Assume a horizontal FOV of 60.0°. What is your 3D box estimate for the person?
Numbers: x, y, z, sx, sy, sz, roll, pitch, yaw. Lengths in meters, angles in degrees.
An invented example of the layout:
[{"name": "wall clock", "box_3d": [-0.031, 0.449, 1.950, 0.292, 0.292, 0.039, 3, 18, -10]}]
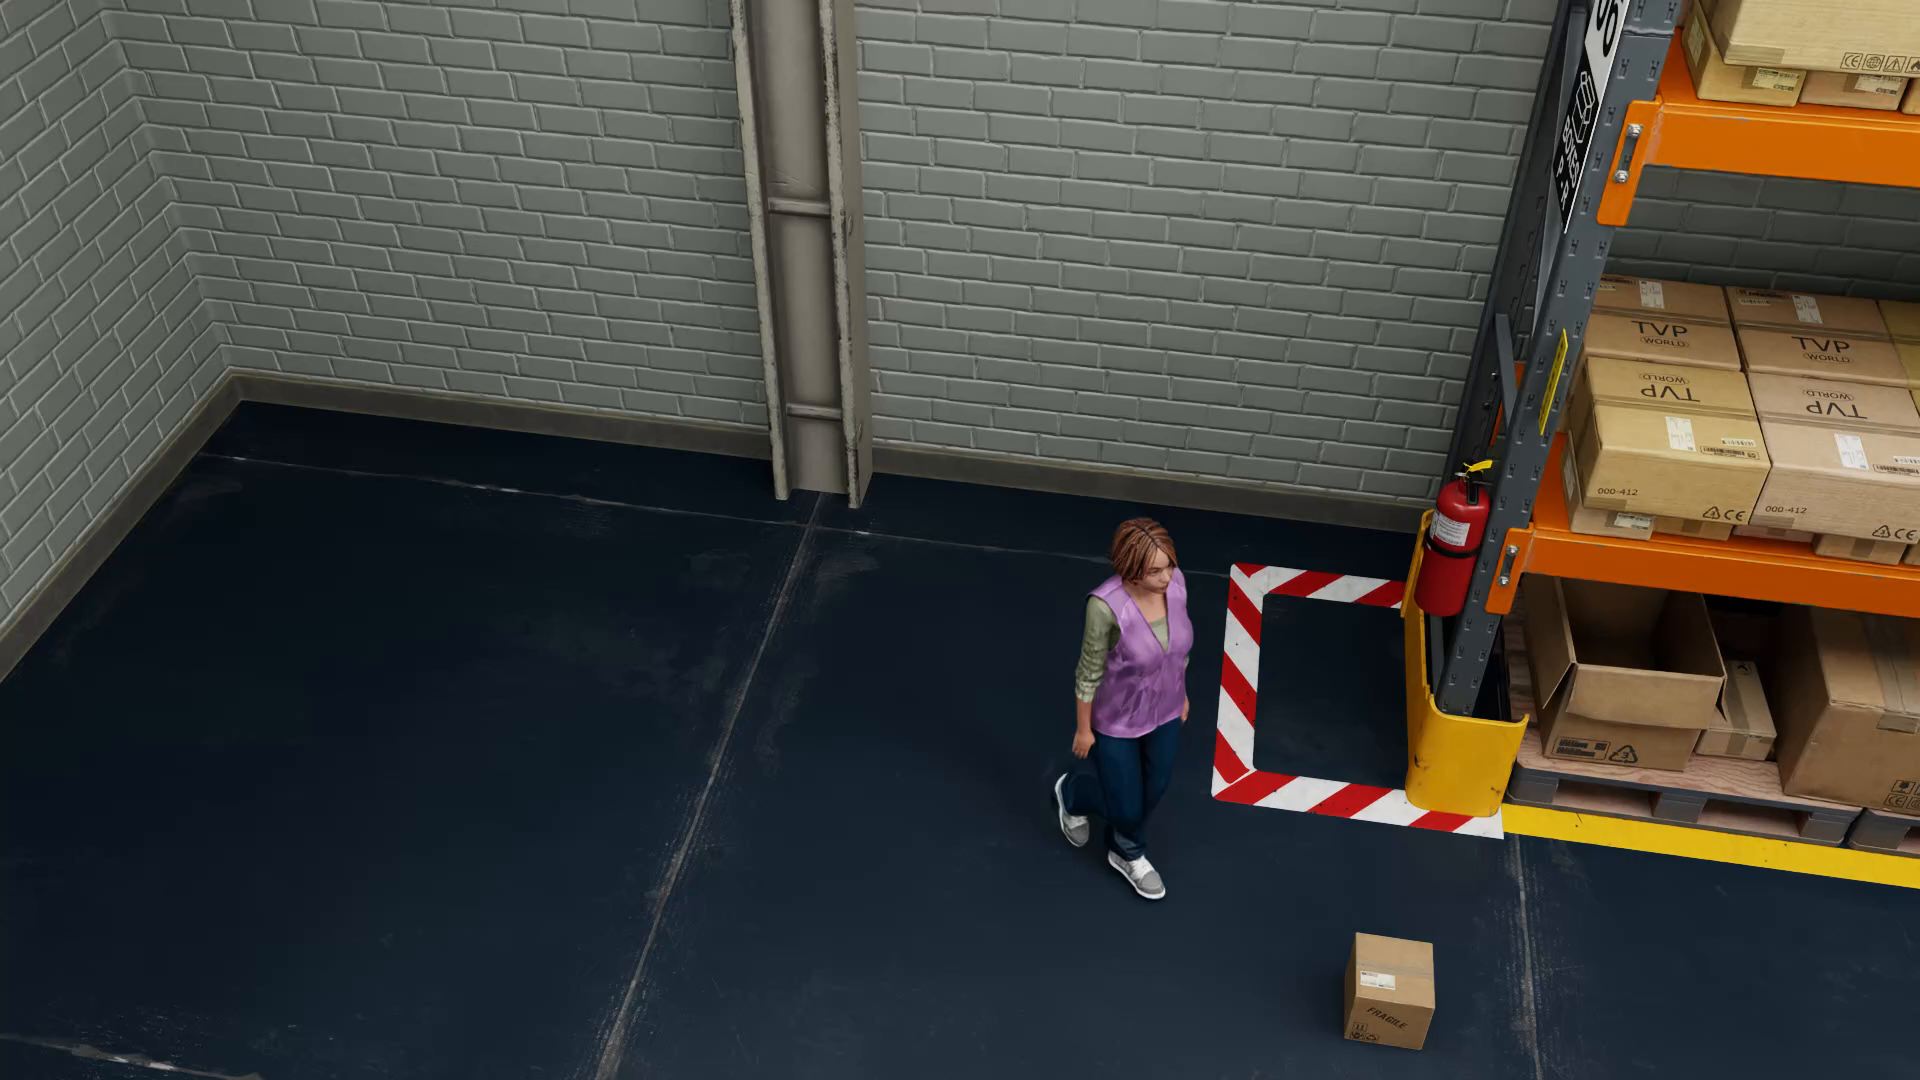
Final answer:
[{"name": "person", "box_3d": [0.561, 0.552, 5.503, 0.452, 1.586, 0.497, -24, 46, -25]}]
